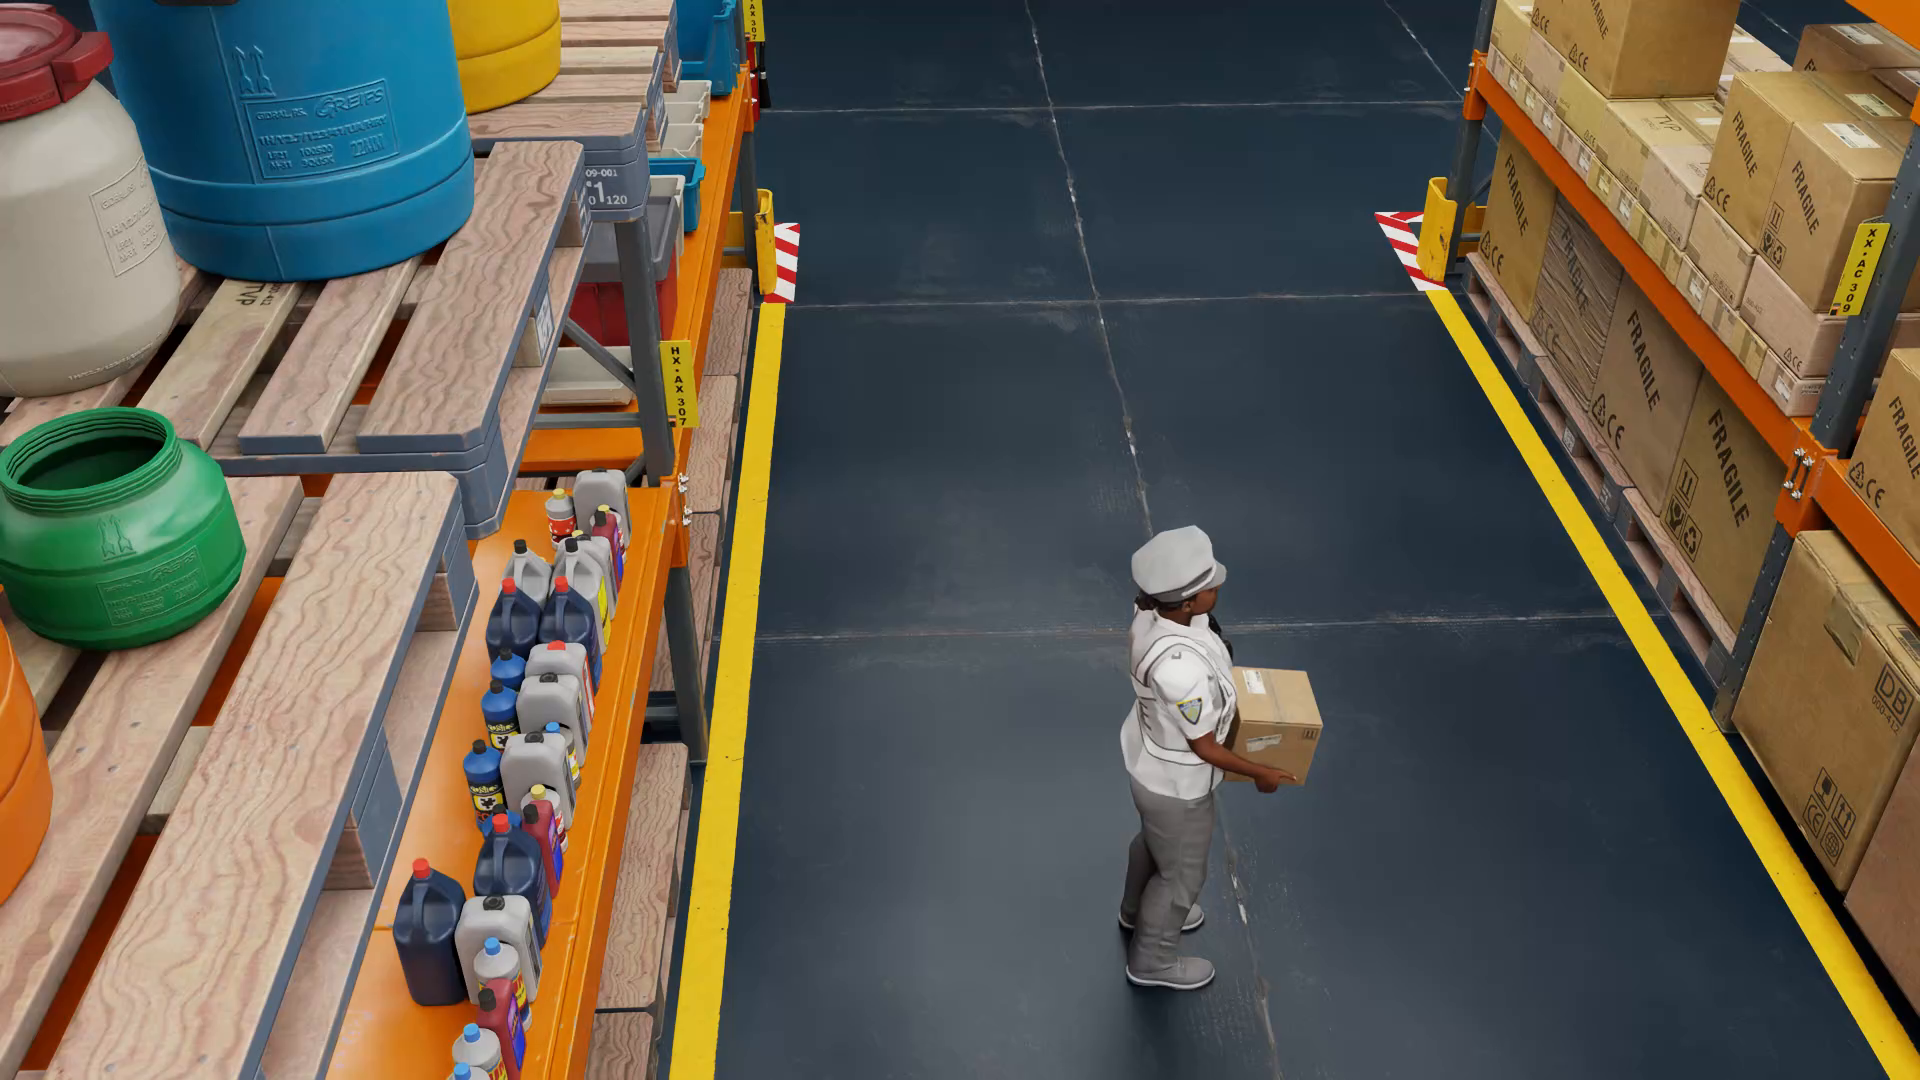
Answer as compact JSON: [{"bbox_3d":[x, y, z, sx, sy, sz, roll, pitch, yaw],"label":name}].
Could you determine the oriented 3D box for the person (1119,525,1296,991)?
[{"bbox_3d":[0.751,0.693,5.153,0.520,1.690,0.449,-1,35,-2],"label":"person"}]
